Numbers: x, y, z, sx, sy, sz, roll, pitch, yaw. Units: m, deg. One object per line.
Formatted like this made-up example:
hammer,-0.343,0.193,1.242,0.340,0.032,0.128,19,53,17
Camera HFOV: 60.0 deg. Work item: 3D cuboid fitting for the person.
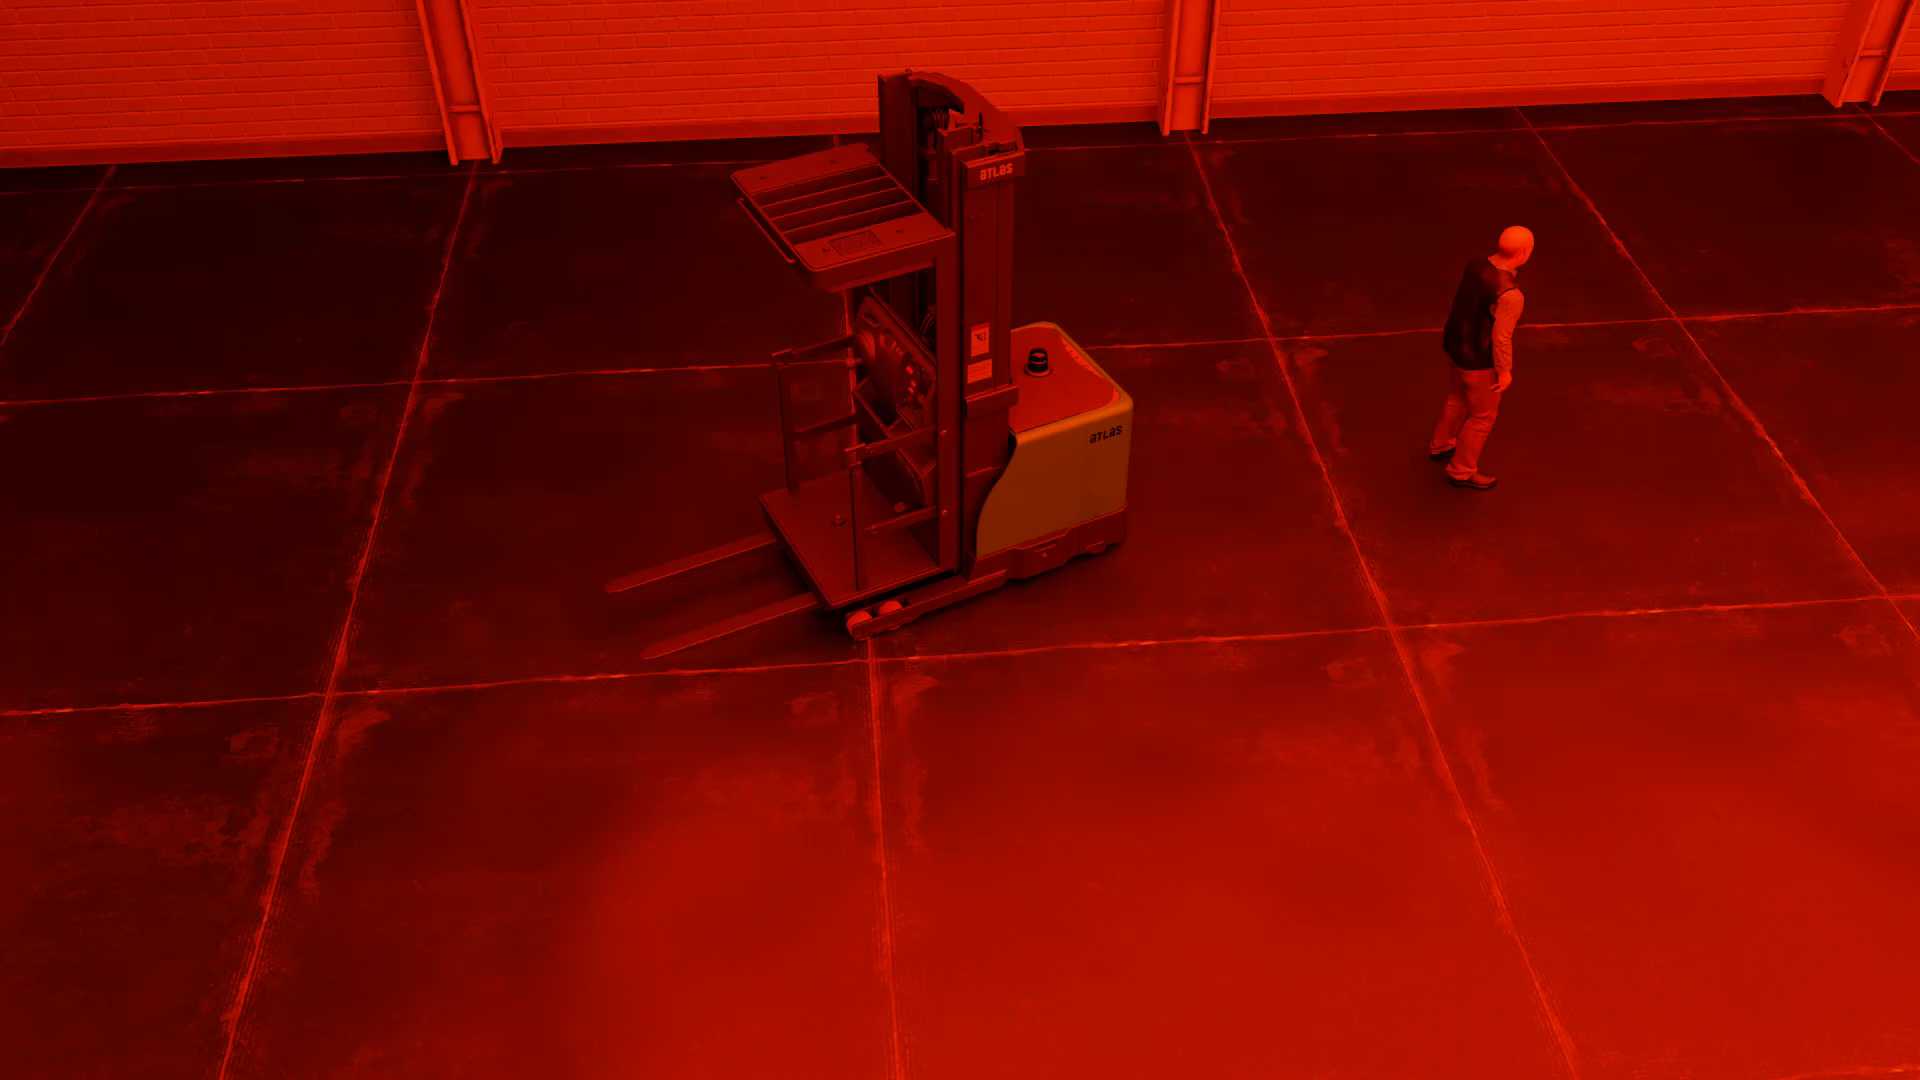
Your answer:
person,3.172,-1.137,10.199,0.412,1.720,0.584,-8,41,-9

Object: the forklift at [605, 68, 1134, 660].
forklift,-0.541,-0.933,9.029,3.031,2.935,1.130,-18,44,-20
